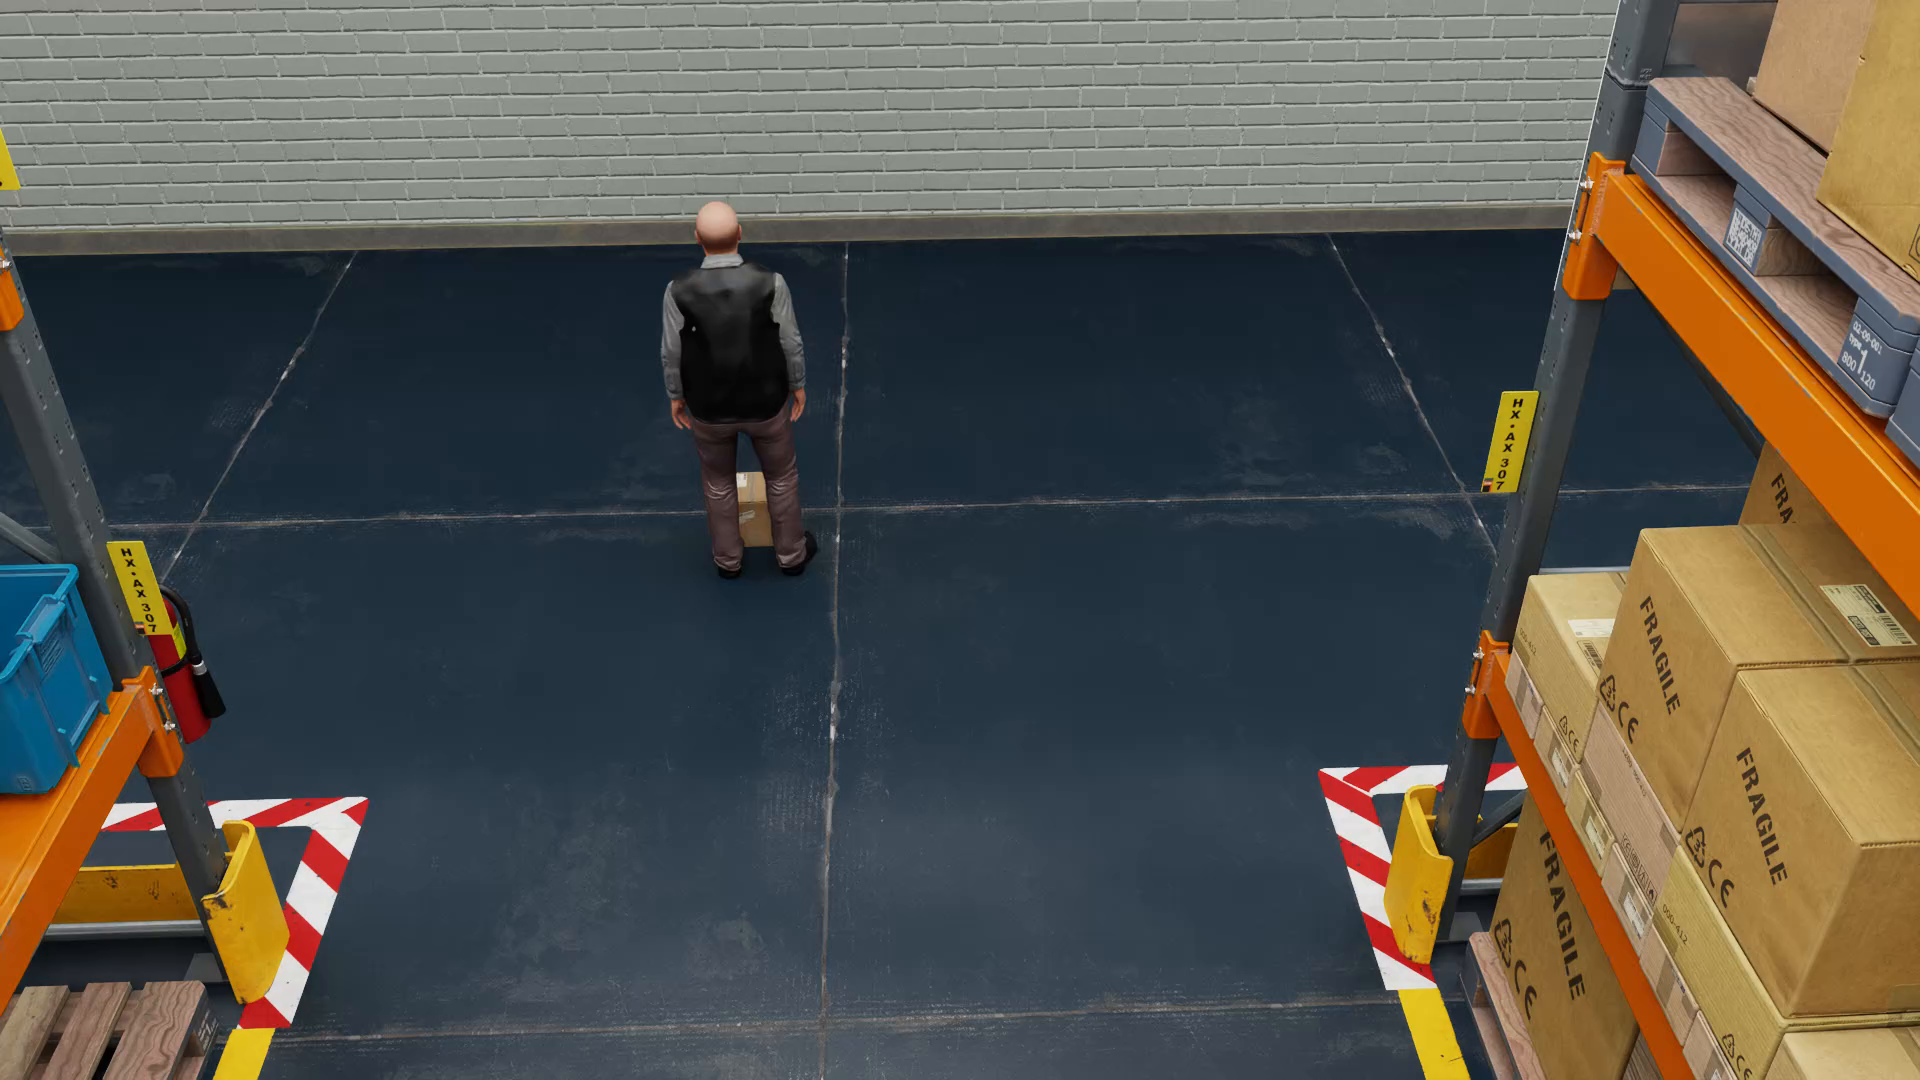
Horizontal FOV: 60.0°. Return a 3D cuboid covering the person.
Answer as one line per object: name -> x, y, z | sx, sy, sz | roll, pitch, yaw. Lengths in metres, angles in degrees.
person -> -0.934, -0.583, 6.998 | 0.593, 1.721, 0.423 | -4, 35, -5
